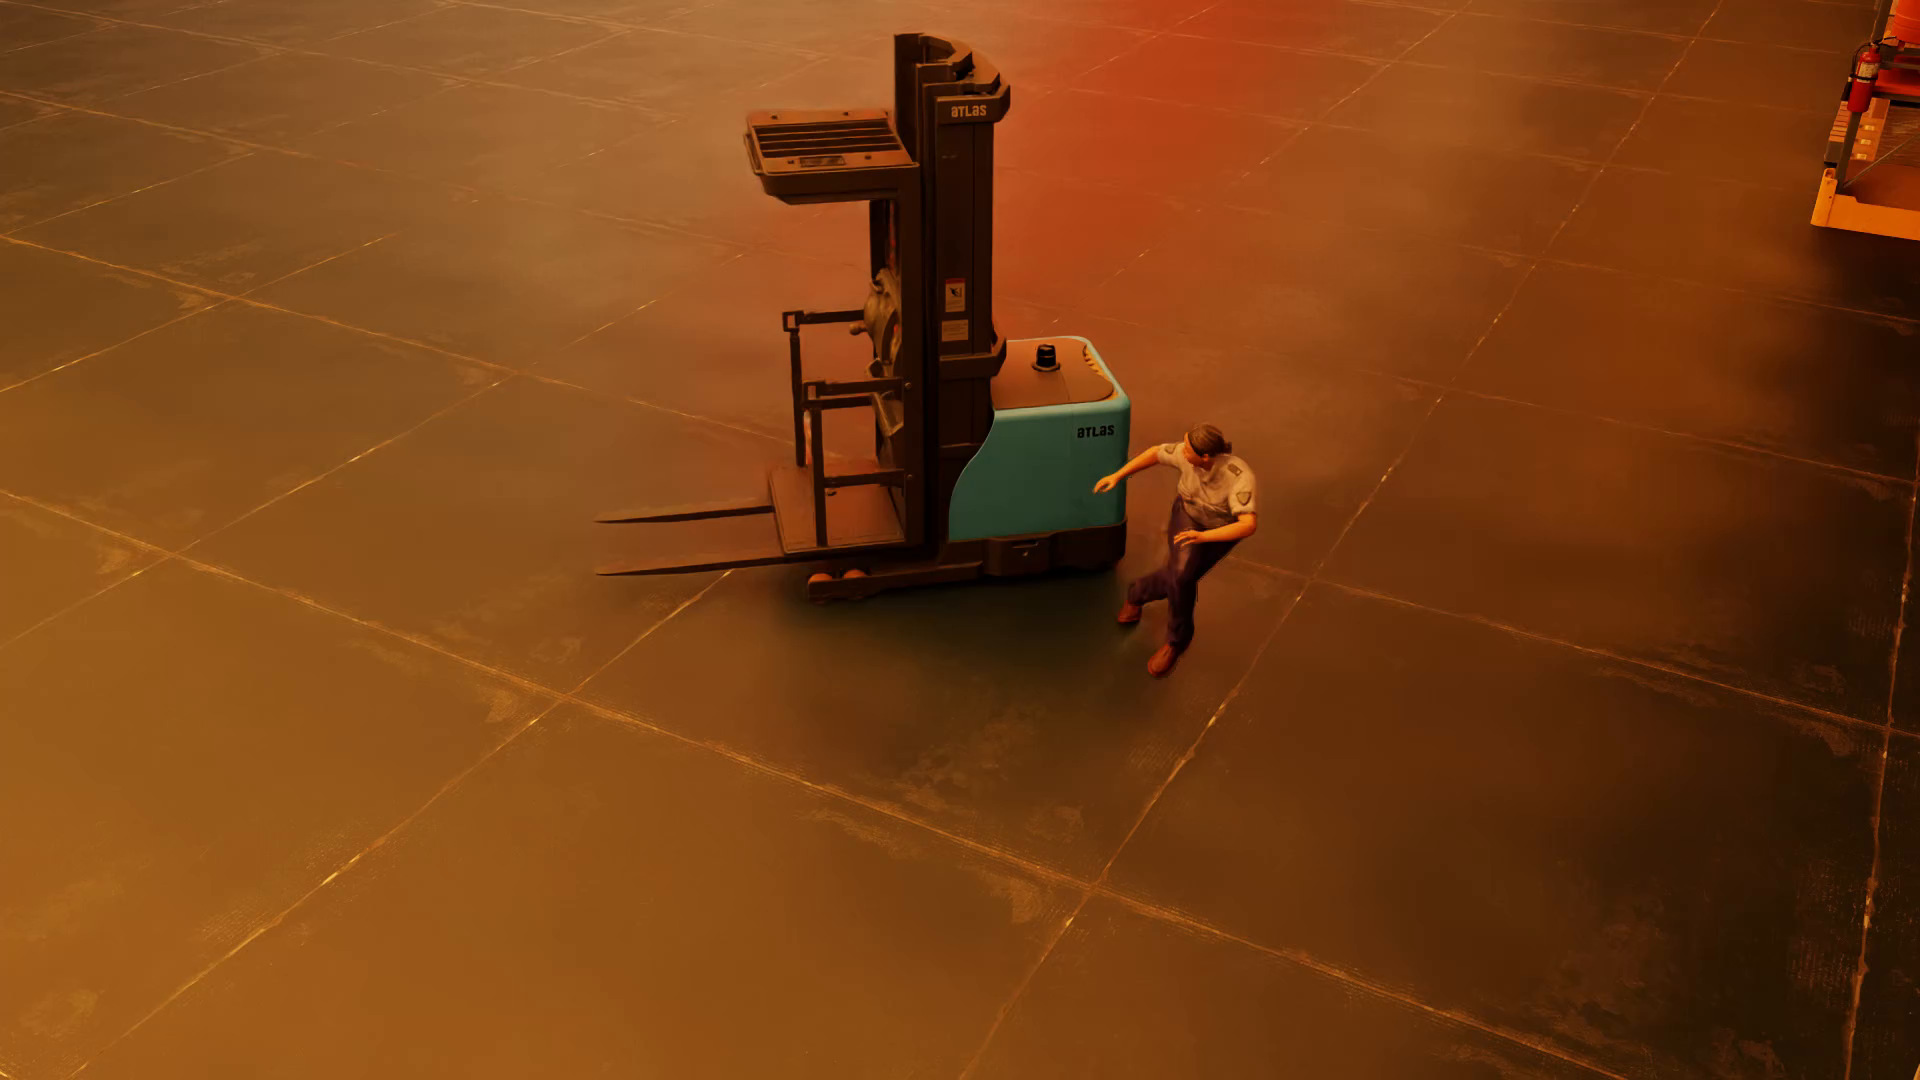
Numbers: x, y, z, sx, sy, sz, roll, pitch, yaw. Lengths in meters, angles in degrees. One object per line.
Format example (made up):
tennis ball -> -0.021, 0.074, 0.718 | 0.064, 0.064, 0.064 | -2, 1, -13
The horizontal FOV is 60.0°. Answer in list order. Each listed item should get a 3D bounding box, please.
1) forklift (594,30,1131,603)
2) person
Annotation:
forklift -> -0.606, -1.200, 9.149 | 3.031, 2.935, 1.130 | -6, 30, -10
person -> 1.107, -0.008, 8.593 | 0.918, 1.406, 0.910 | 11, 32, 19
